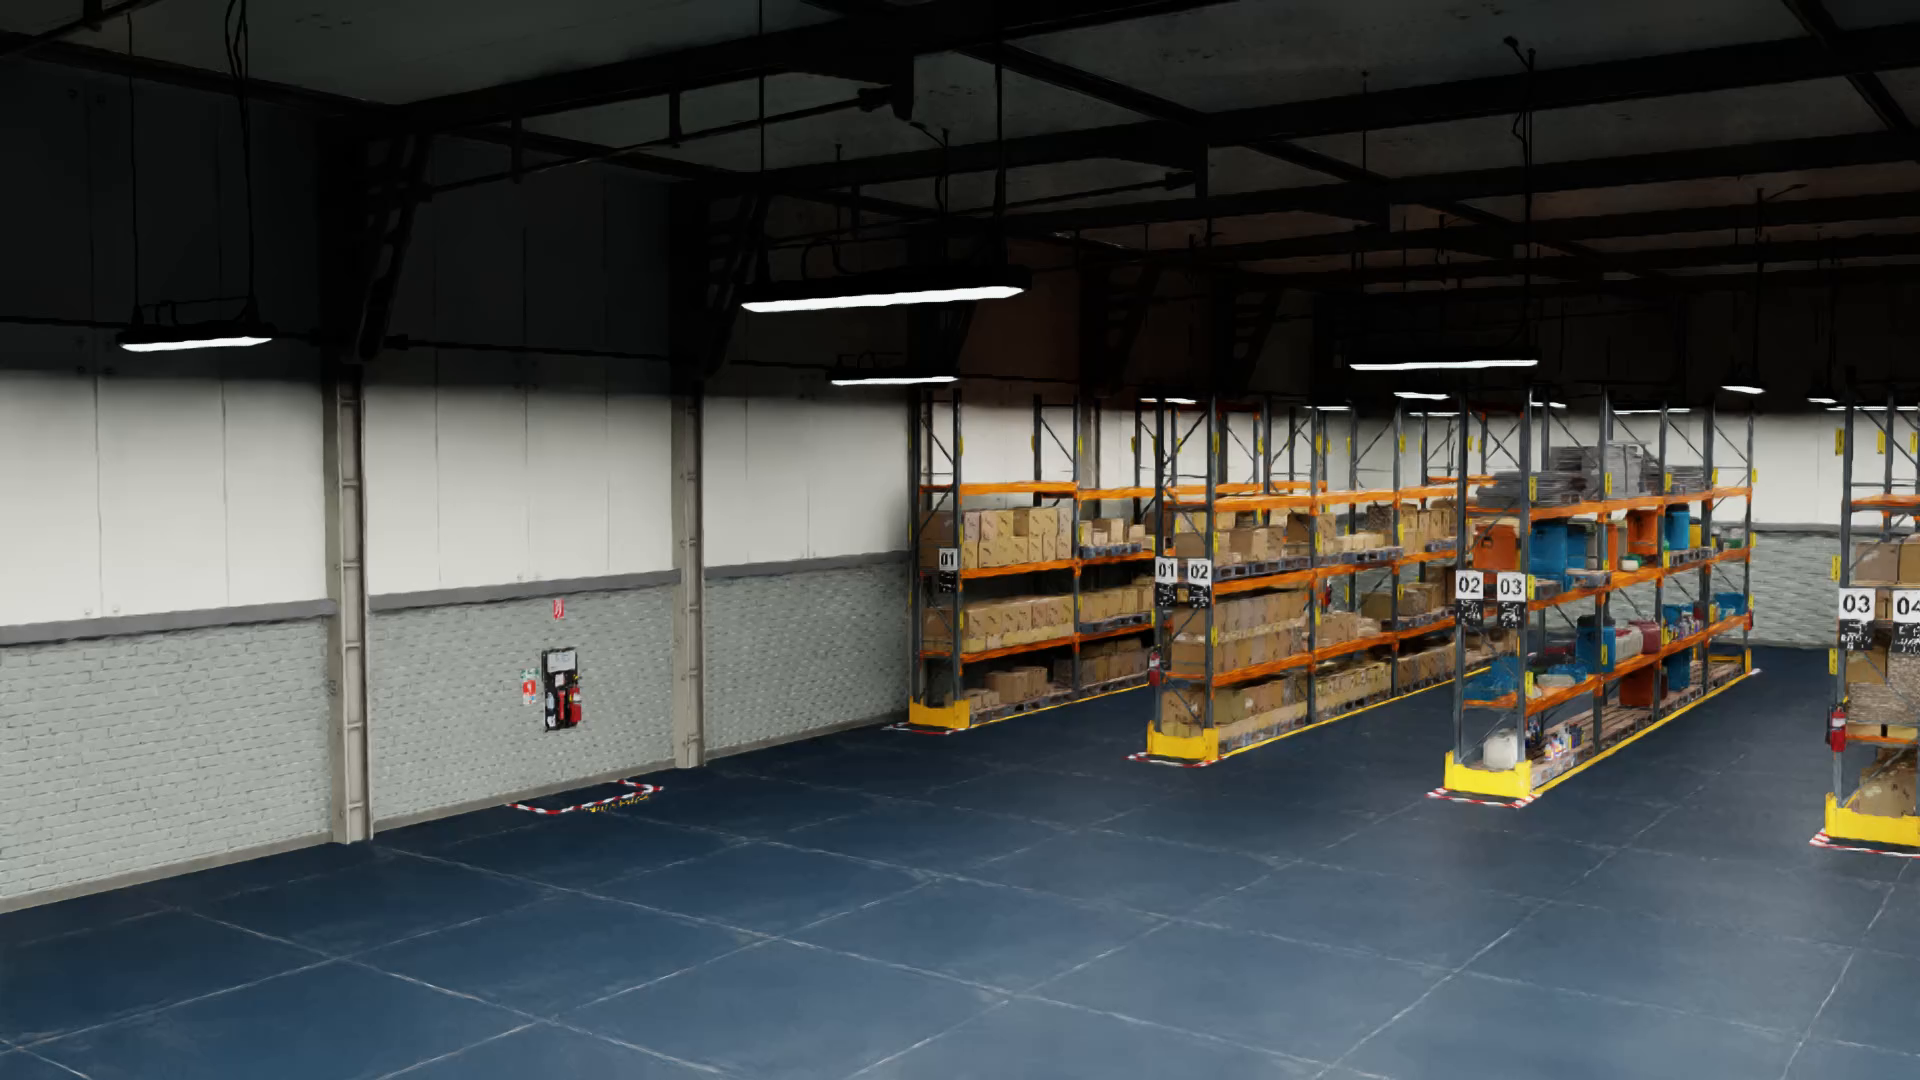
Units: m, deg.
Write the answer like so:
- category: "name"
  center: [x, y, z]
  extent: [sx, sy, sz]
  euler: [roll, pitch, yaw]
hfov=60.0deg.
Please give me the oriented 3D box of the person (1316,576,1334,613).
- category: "person"
  center: [9.593, 1.625, 43.691]
  extent: [0.772, 1.755, 0.582]
  euler: [-1, 3, -18]
